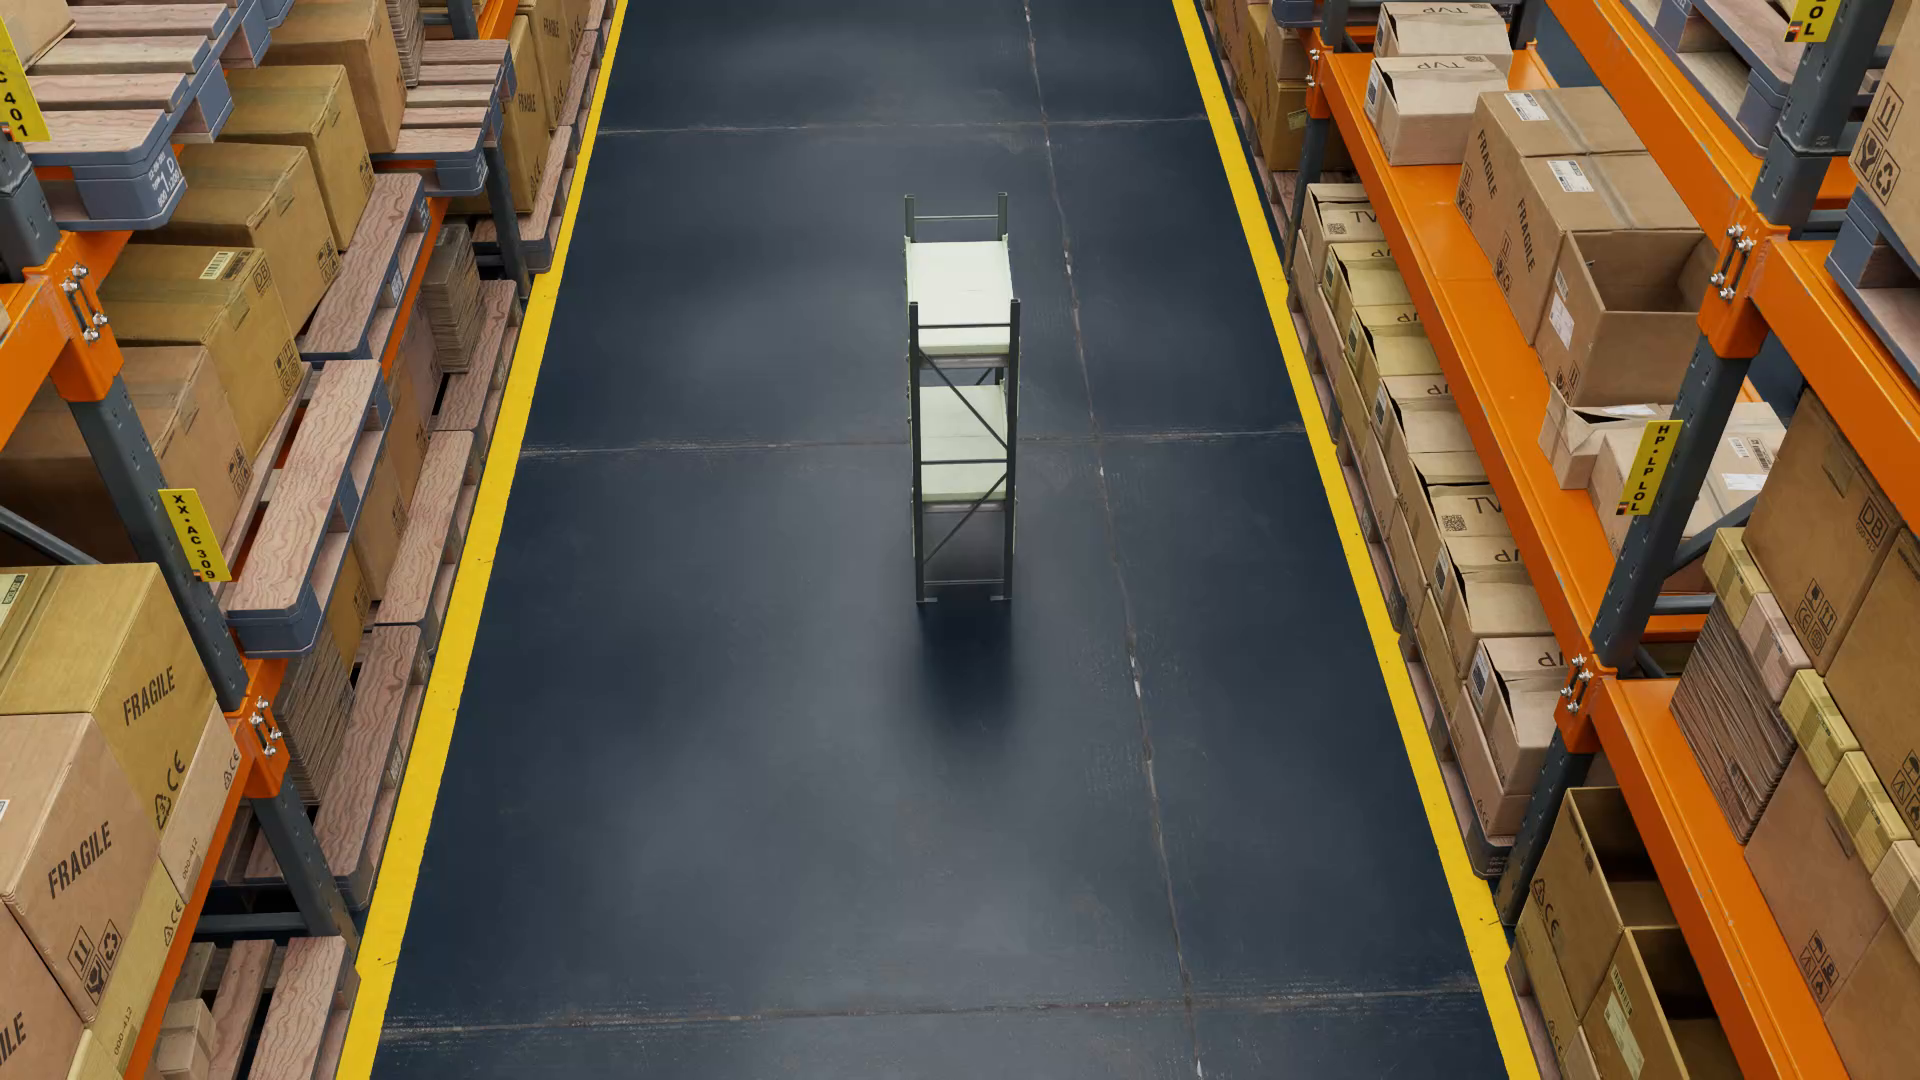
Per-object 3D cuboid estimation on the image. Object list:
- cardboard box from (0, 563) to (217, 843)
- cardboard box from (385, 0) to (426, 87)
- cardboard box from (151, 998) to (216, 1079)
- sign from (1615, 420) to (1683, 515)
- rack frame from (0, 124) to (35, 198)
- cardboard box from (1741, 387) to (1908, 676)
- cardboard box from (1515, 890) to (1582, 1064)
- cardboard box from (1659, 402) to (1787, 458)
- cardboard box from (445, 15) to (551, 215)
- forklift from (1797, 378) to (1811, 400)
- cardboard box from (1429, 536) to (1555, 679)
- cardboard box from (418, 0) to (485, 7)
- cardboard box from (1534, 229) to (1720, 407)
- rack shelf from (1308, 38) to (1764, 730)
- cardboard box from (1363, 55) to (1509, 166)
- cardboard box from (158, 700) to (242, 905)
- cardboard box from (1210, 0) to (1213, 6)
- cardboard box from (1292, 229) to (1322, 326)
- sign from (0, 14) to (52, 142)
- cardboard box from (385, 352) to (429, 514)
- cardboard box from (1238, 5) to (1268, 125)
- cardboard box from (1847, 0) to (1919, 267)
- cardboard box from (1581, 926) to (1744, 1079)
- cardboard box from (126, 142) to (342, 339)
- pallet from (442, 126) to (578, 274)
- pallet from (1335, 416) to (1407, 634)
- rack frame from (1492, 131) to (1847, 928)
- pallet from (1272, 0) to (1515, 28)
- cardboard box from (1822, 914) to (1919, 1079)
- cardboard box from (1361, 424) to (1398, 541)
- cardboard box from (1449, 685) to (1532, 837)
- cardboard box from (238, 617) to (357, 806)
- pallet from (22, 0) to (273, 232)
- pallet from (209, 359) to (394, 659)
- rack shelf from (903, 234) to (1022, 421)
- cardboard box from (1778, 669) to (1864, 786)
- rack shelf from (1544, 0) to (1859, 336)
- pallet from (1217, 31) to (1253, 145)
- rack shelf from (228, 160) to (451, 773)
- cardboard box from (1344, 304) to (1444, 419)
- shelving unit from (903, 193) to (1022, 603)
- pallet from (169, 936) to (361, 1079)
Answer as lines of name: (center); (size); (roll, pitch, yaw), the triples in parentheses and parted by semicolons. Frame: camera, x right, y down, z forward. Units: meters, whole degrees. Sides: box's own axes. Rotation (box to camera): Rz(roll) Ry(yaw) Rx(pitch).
cardboard box: (-2.237, 0.412, 4.122); (0.500, 0.500, 0.500); (-2, 43, -2)
cardboard box: (-2.706, -2.252, 7.088); (0.700, 0.500, 0.500); (-6, 43, -7)
cardboard box: (-2.514, 1.573, 5.085); (0.380, 0.166, 0.250); (-7, 43, -7)
sign: (1.841, -0.190, 4.439); (0.100, 0.325, 0.005); (-2, 43, -2)
rack frame: (-2.566, -1.881, 2.643); (1.000, 3.000, 0.127); (-2, 43, -2)
cardboard box: (2.408, -0.030, 4.029); (0.700, 0.500, 0.500); (-1, 43, -2)
cardboard box: (2.099, 1.366, 5.264); (0.500, 0.250, 0.500); (-2, 43, -2)
cardboard box: (2.549, -0.326, 5.572); (0.380, 0.149, 0.250); (-2, 43, -2)
cardboard box: (-2.636, -2.233, 8.746); (0.750, 0.750, 0.750); (-2, 43, -2)
forklift: (4.574, -1.521, 6.740); (1.130, 2.935, 3.031); (-2, 43, -2)
cardboard box: (2.051, 0.221, 6.098); (0.500, 0.311, 0.500); (-1, 43, -1)
cardboard box: (-2.501, -2.859, 7.841); (0.500, 0.500, 0.500); (0, 43, -1)
cardboard box: (2.344, -0.726, 5.748); (0.500, 0.500, 0.500); (1, 43, 1)
rack shelf: (2.298, -0.899, 6.544); (1.077, 0.370, 4.000); (-2, 43, -2)
cardboard box: (2.057, -1.873, 7.139); (0.500, 0.311, 0.500); (-2, 43, -2)
cardboard box: (-2.244, 0.689, 4.374); (0.500, 0.250, 0.500); (-2, 43, -2)
cardboard box: (1.854, -3.763, 10.659); (0.500, 0.500, 0.500); (-1, 43, -1)
cardboard box: (1.942, -1.294, 8.166); (0.500, 0.250, 0.500); (-2, 43, -2)
sign: (-2.025, -0.987, 3.504); (0.100, 0.325, 0.005); (-2, 43, -2)
cardboard box: (-2.699, -0.441, 7.035); (0.700, 0.500, 0.500); (-2, 43, -2)
cardboard box: (1.917, -2.730, 9.532); (0.500, 0.500, 0.500); (-3, 43, -3)
cardboard box: (2.141, -0.816, 3.212); (0.500, 0.500, 0.500); (2, 43, 2)
cardboard box: (2.119, 1.427, 4.642); (0.500, 0.500, 0.500); (-2, 43, -2)
cardboard box: (-2.630, -1.034, 5.759); (0.700, 0.500, 0.500); (4, 43, 4)
pallet: (-2.695, -1.877, 9.141); (1.003, 0.211, 1.213); (-2, 43, -2)
pallet: (2.258, -0.108, 7.212); (1.003, 0.211, 1.213); (-2, 43, -2)
rack frame: (2.383, 0.186, 4.828); (1.000, 3.000, 0.127); (-2, 43, -2)
pallet: (2.114, -2.900, 8.336); (1.213, 0.211, 1.003); (-2, 43, -2)
cardboard box: (2.454, 1.143, 3.709); (0.700, 0.500, 0.500); (-1, 43, -1)
cardboard box: (2.013, -0.258, 7.035); (0.500, 0.250, 0.500); (-1, 43, -1)
cardboard box: (2.075, 0.773, 5.911); (0.500, 0.250, 0.500); (-2, 43, -2)
cardboard box: (-2.614, 0.593, 5.907); (0.700, 0.500, 0.500); (0, 43, 0)
pallet: (-2.486, -1.126, 4.178); (1.213, 0.211, 1.003); (-2, 43, -2)
pallet: (-2.454, -0.119, 5.302); (1.003, 0.211, 1.213); (-2, 43, -2)
rack shelf: (0.000, -0.836, 6.475); (0.431, 0.370, 0.720); (-2, 43, -2)
cardboard box: (2.224, 0.440, 3.996); (0.380, 0.149, 0.250); (-3, 43, -3)
rack shelf: (2.298, -2.005, 5.530); (1.077, 0.370, 4.000); (-2, 43, -2)
pallet: (2.170, -2.814, 10.163); (1.003, 0.211, 1.213); (-2, 43, -2)
rack shelf: (-2.651, -0.755, 6.386); (1.077, 0.370, 4.000); (-2, 43, -2)
cardboard box: (1.992, -0.802, 7.214); (0.500, 0.311, 0.500); (-3, 43, -3)
shelving unit: (0.000, -0.548, 6.738); (0.431, 1.500, 0.755); (-2, 43, -2)
pallet: (-2.503, 1.811, 5.118); (1.003, 0.211, 1.213); (-2, 43, -2)
